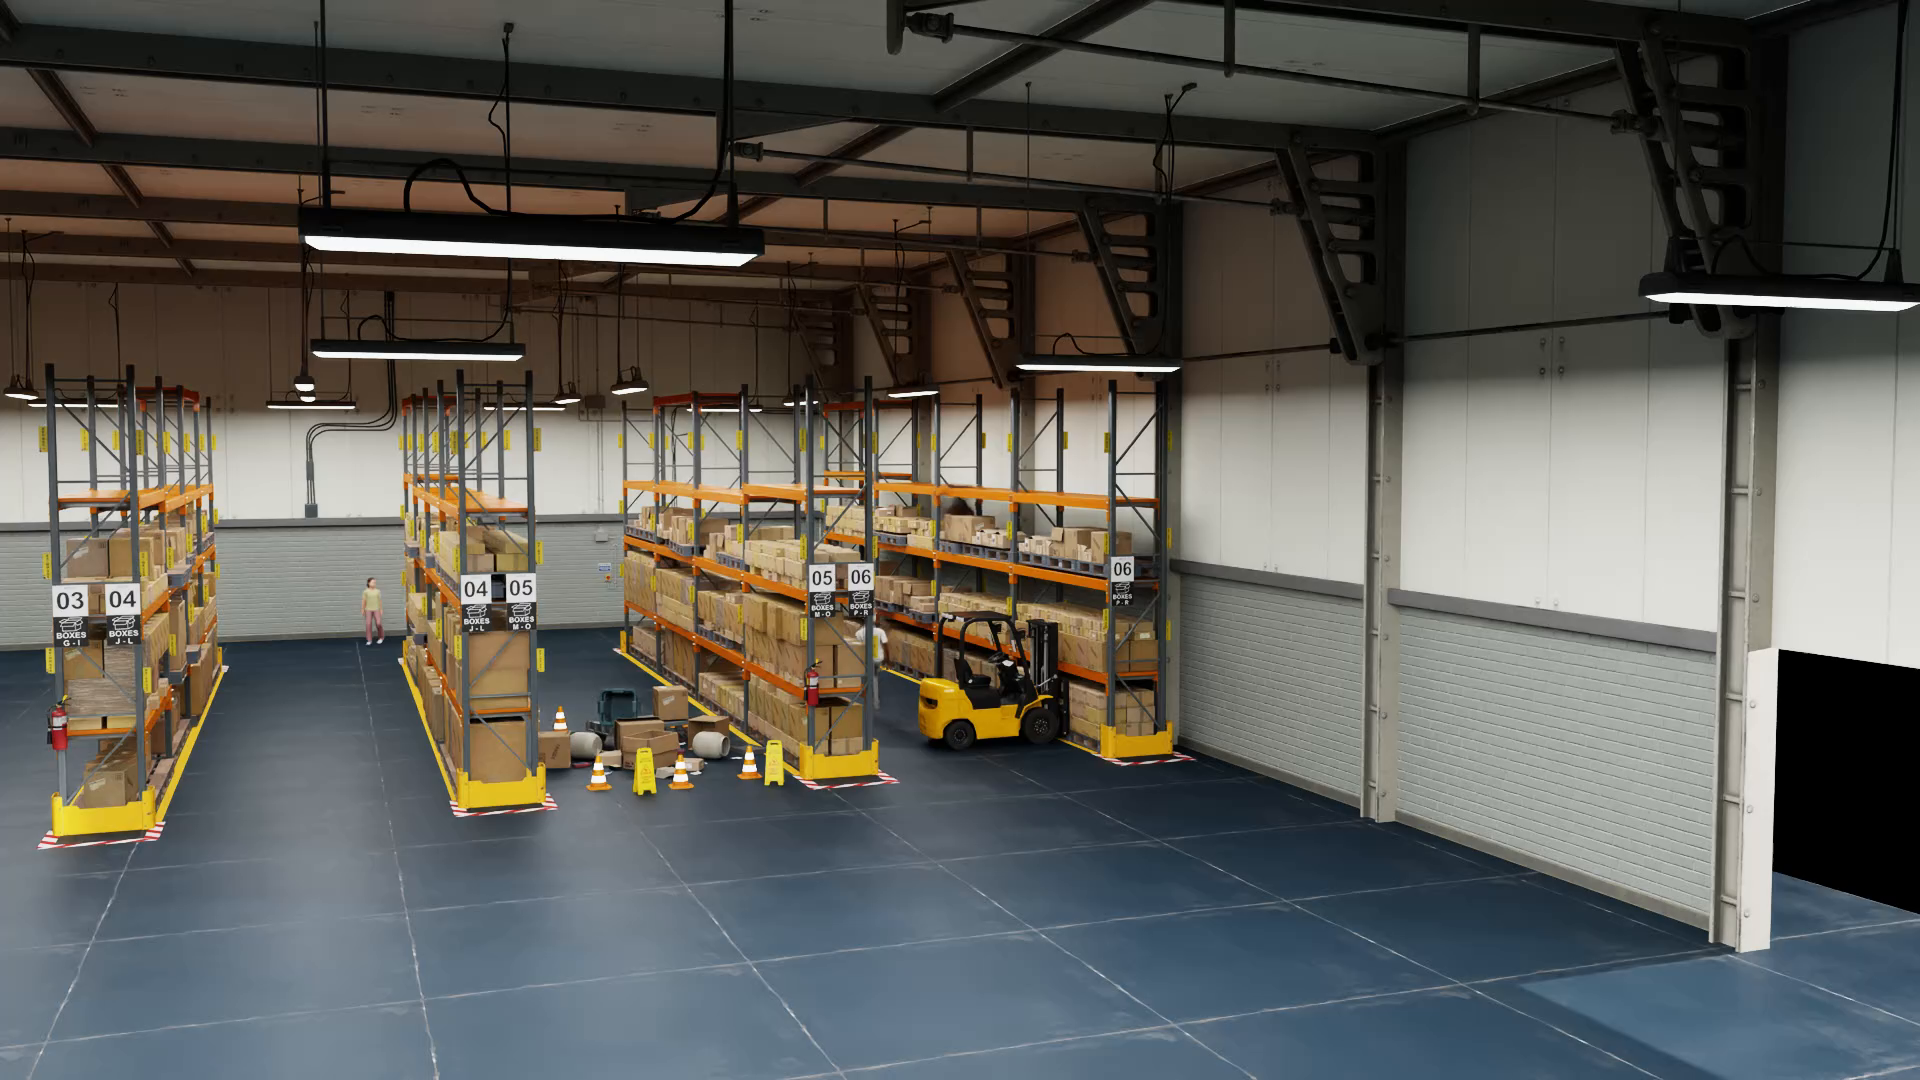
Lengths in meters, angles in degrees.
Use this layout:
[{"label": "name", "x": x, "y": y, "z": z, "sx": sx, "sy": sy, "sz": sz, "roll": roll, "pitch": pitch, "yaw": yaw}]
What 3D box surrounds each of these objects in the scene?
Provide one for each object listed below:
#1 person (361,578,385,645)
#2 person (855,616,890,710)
[{"label": "person", "x": -14.606, "y": 1.764, "z": 41.349, "sx": 0.520, "sy": 1.662, "sz": 0.513, "roll": -1, "pitch": 3, "yaw": -16}, {"label": "person", "x": -1.647, "y": 2.228, "z": 30.384, "sx": 0.599, "sy": 1.792, "sz": 0.778, "roll": -1, "pitch": 4, "yaw": -24}]
